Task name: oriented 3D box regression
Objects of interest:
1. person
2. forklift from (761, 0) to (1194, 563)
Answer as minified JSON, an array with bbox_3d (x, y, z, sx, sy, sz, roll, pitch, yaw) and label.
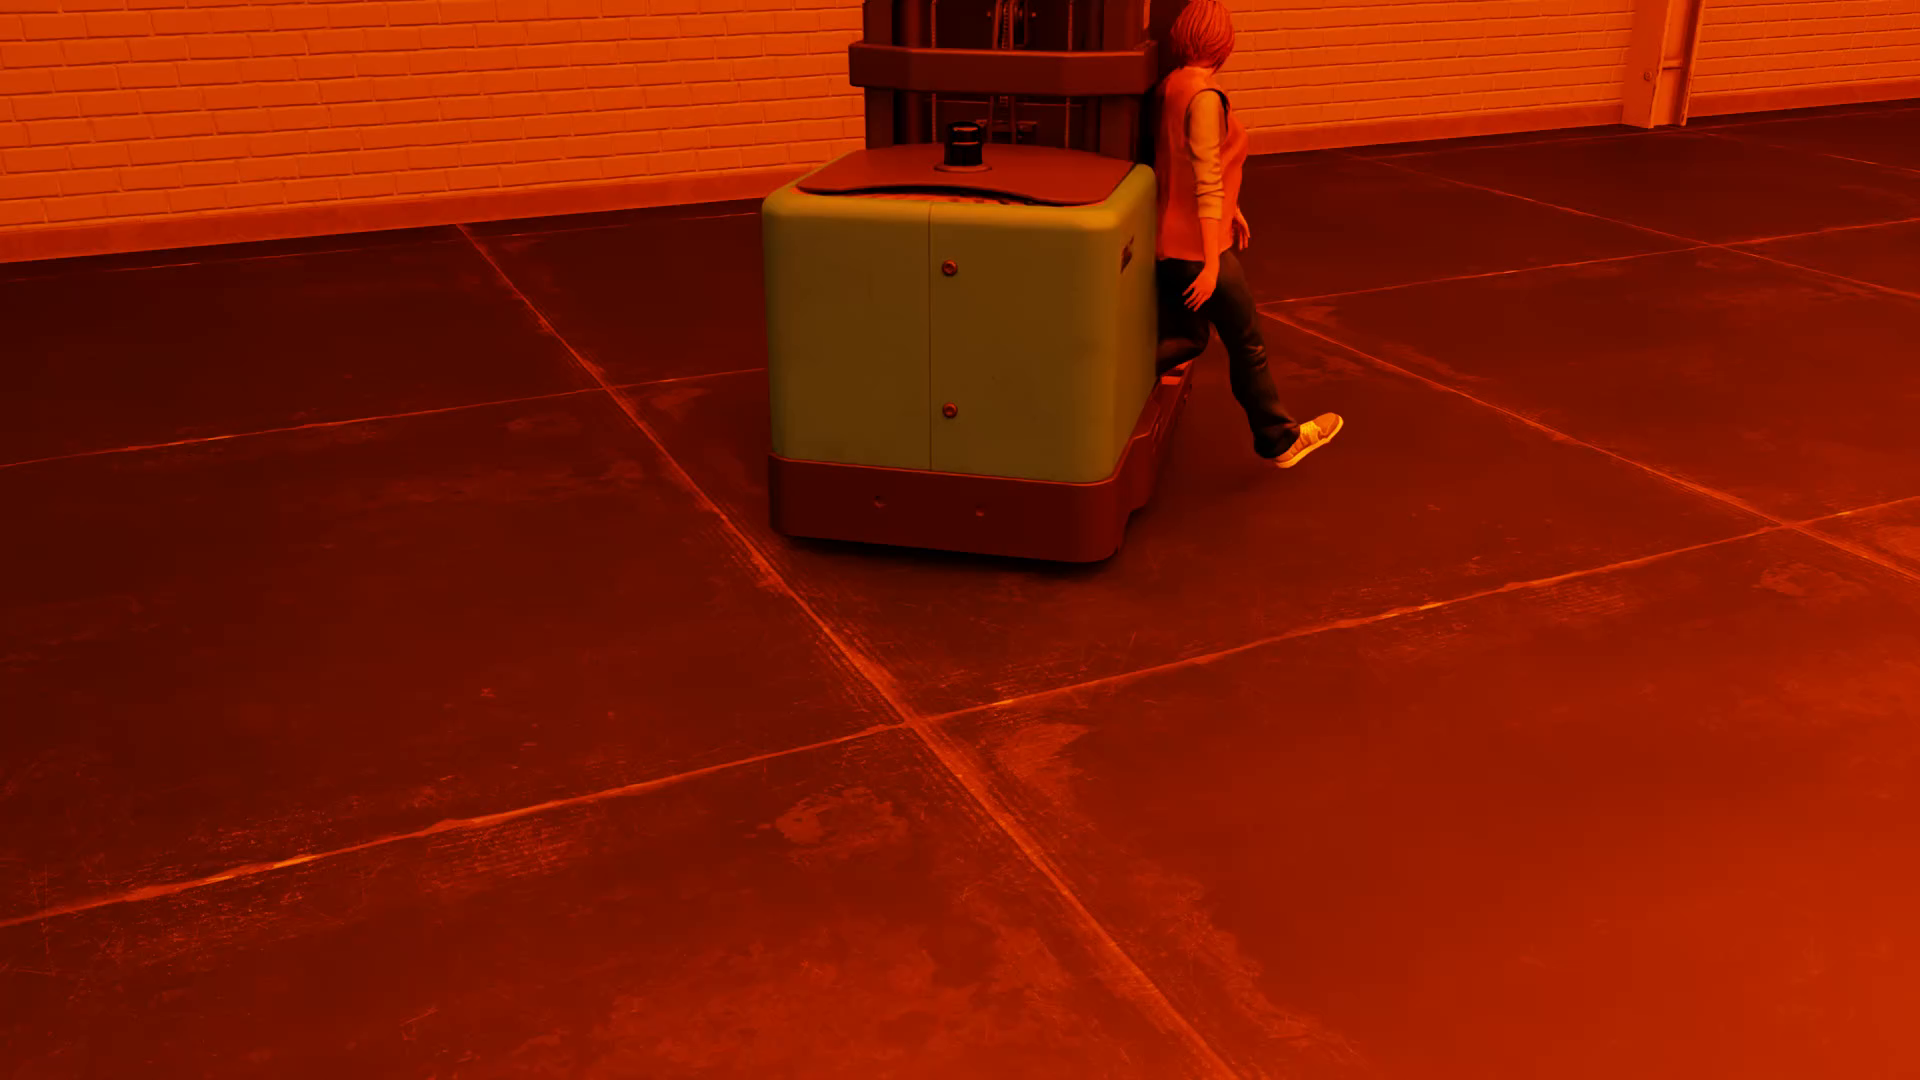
[{"bbox_3d":[0.841,-0.947,5.345,0.862,1.517,0.575,-7,24,-16],"label":"person"},{"bbox_3d":[0.275,-1.824,5.676,1.130,2.935,3.031,5,23,13],"label":"forklift"}]
